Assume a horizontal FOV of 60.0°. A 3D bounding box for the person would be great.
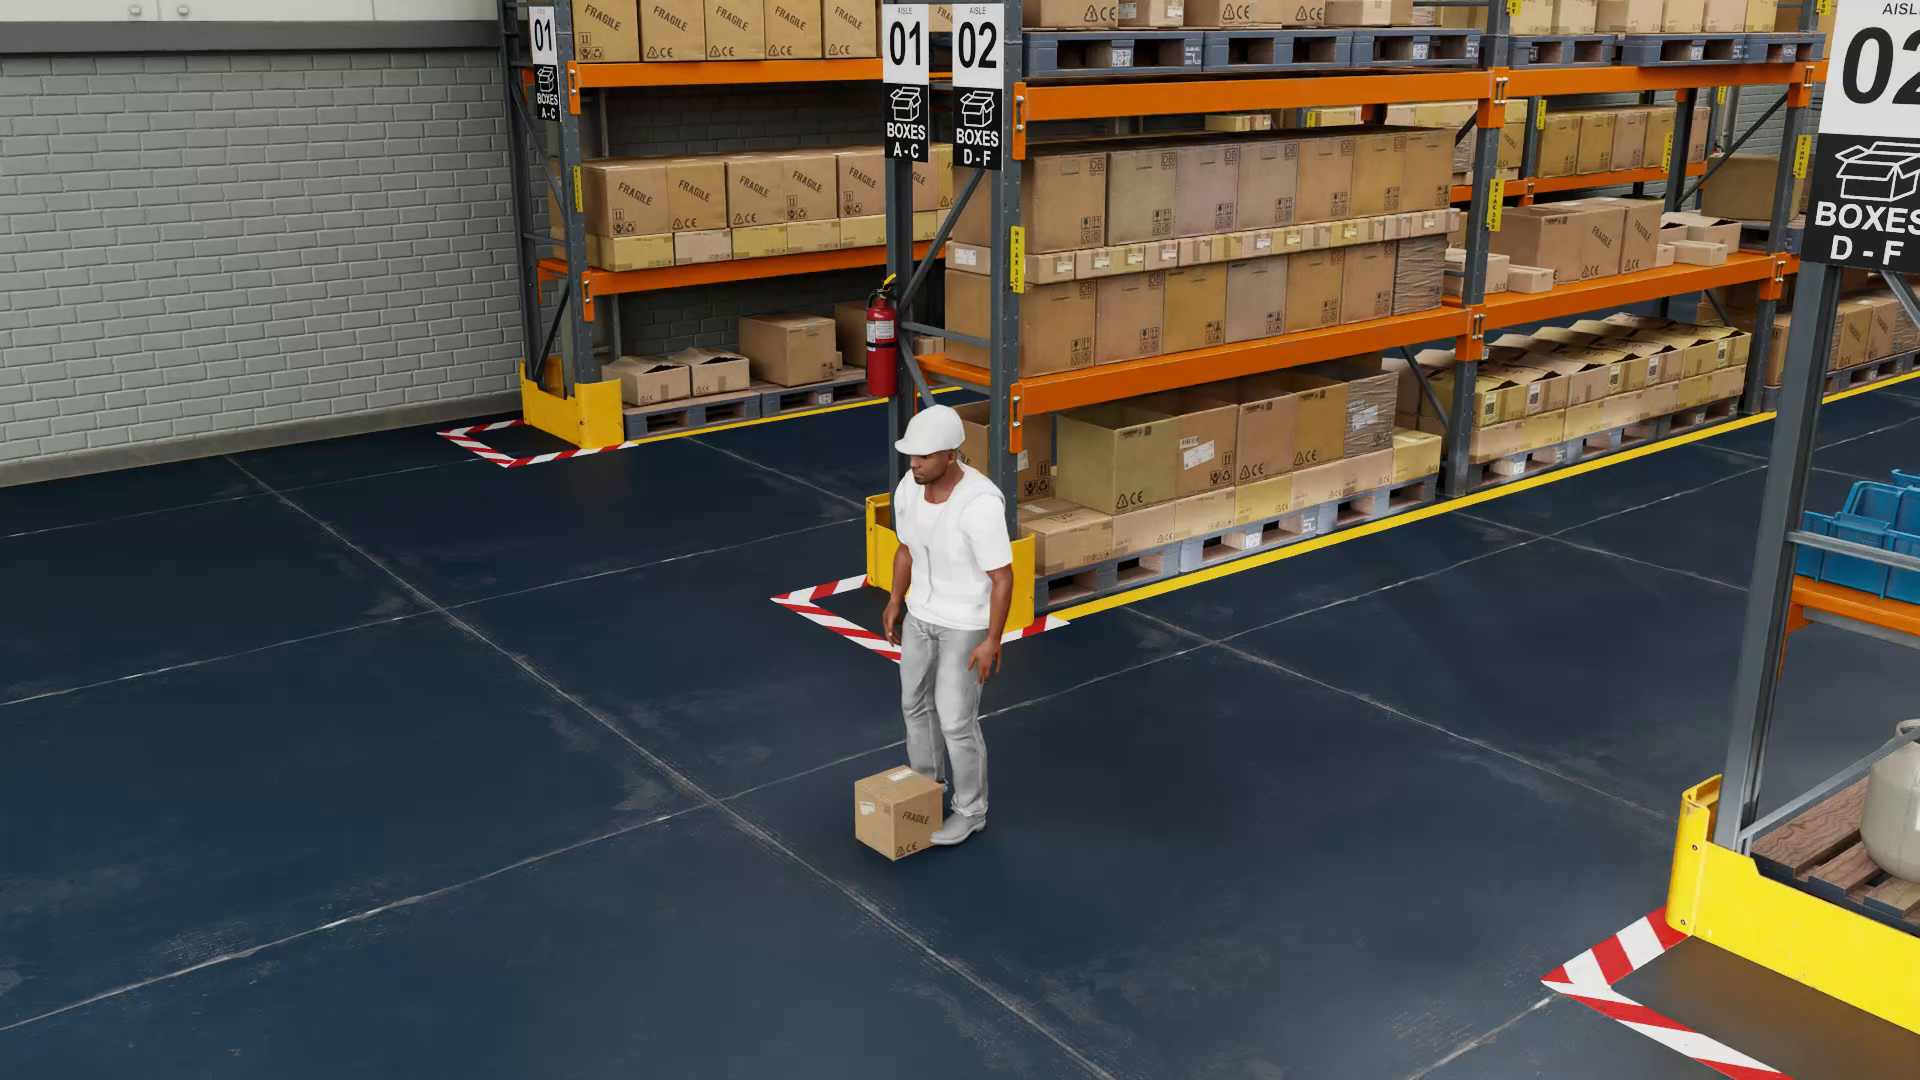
[{"bbox_3d":[-0.066,0.320,6.512,0.462,1.759,0.633,-15,23,-40],"label":"person"}]
